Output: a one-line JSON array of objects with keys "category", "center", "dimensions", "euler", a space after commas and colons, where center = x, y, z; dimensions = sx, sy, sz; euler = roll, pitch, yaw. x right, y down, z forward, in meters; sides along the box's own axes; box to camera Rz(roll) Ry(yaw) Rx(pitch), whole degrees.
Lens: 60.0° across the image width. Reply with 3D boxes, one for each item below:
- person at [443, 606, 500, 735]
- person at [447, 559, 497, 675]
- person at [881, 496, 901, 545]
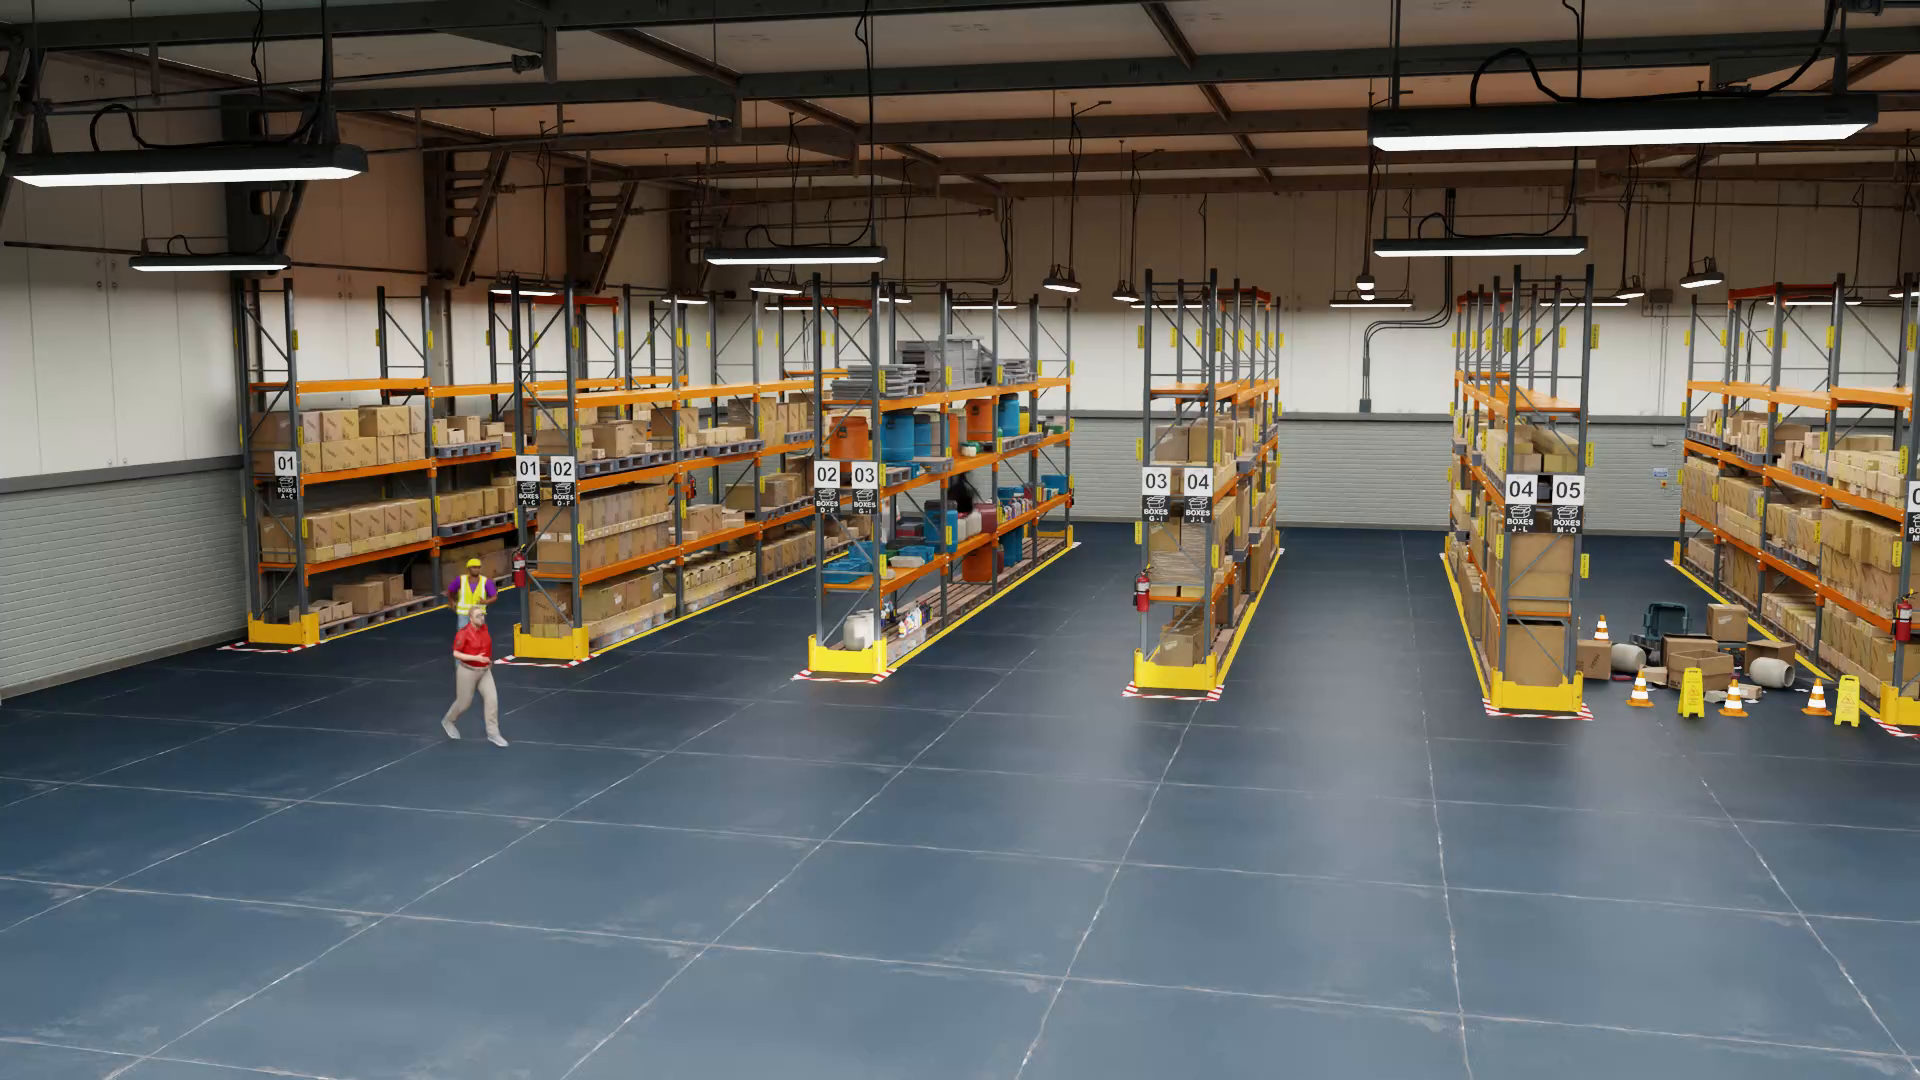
[{"category": "person", "center": [-6.042, 1.617, 20.616], "dimensions": [0.891, 1.614, 0.629], "euler": [5, 8, 34]}, {"category": "person", "center": [-7.416, 1.138, 25.322], "dimensions": [0.731, 1.729, 0.856], "euler": [-2, 7, -19]}, {"category": "person", "center": [-1.568, -0.199, 36.322], "dimensions": [0.571, 1.695, 0.837], "euler": [0, 7, 4]}]
